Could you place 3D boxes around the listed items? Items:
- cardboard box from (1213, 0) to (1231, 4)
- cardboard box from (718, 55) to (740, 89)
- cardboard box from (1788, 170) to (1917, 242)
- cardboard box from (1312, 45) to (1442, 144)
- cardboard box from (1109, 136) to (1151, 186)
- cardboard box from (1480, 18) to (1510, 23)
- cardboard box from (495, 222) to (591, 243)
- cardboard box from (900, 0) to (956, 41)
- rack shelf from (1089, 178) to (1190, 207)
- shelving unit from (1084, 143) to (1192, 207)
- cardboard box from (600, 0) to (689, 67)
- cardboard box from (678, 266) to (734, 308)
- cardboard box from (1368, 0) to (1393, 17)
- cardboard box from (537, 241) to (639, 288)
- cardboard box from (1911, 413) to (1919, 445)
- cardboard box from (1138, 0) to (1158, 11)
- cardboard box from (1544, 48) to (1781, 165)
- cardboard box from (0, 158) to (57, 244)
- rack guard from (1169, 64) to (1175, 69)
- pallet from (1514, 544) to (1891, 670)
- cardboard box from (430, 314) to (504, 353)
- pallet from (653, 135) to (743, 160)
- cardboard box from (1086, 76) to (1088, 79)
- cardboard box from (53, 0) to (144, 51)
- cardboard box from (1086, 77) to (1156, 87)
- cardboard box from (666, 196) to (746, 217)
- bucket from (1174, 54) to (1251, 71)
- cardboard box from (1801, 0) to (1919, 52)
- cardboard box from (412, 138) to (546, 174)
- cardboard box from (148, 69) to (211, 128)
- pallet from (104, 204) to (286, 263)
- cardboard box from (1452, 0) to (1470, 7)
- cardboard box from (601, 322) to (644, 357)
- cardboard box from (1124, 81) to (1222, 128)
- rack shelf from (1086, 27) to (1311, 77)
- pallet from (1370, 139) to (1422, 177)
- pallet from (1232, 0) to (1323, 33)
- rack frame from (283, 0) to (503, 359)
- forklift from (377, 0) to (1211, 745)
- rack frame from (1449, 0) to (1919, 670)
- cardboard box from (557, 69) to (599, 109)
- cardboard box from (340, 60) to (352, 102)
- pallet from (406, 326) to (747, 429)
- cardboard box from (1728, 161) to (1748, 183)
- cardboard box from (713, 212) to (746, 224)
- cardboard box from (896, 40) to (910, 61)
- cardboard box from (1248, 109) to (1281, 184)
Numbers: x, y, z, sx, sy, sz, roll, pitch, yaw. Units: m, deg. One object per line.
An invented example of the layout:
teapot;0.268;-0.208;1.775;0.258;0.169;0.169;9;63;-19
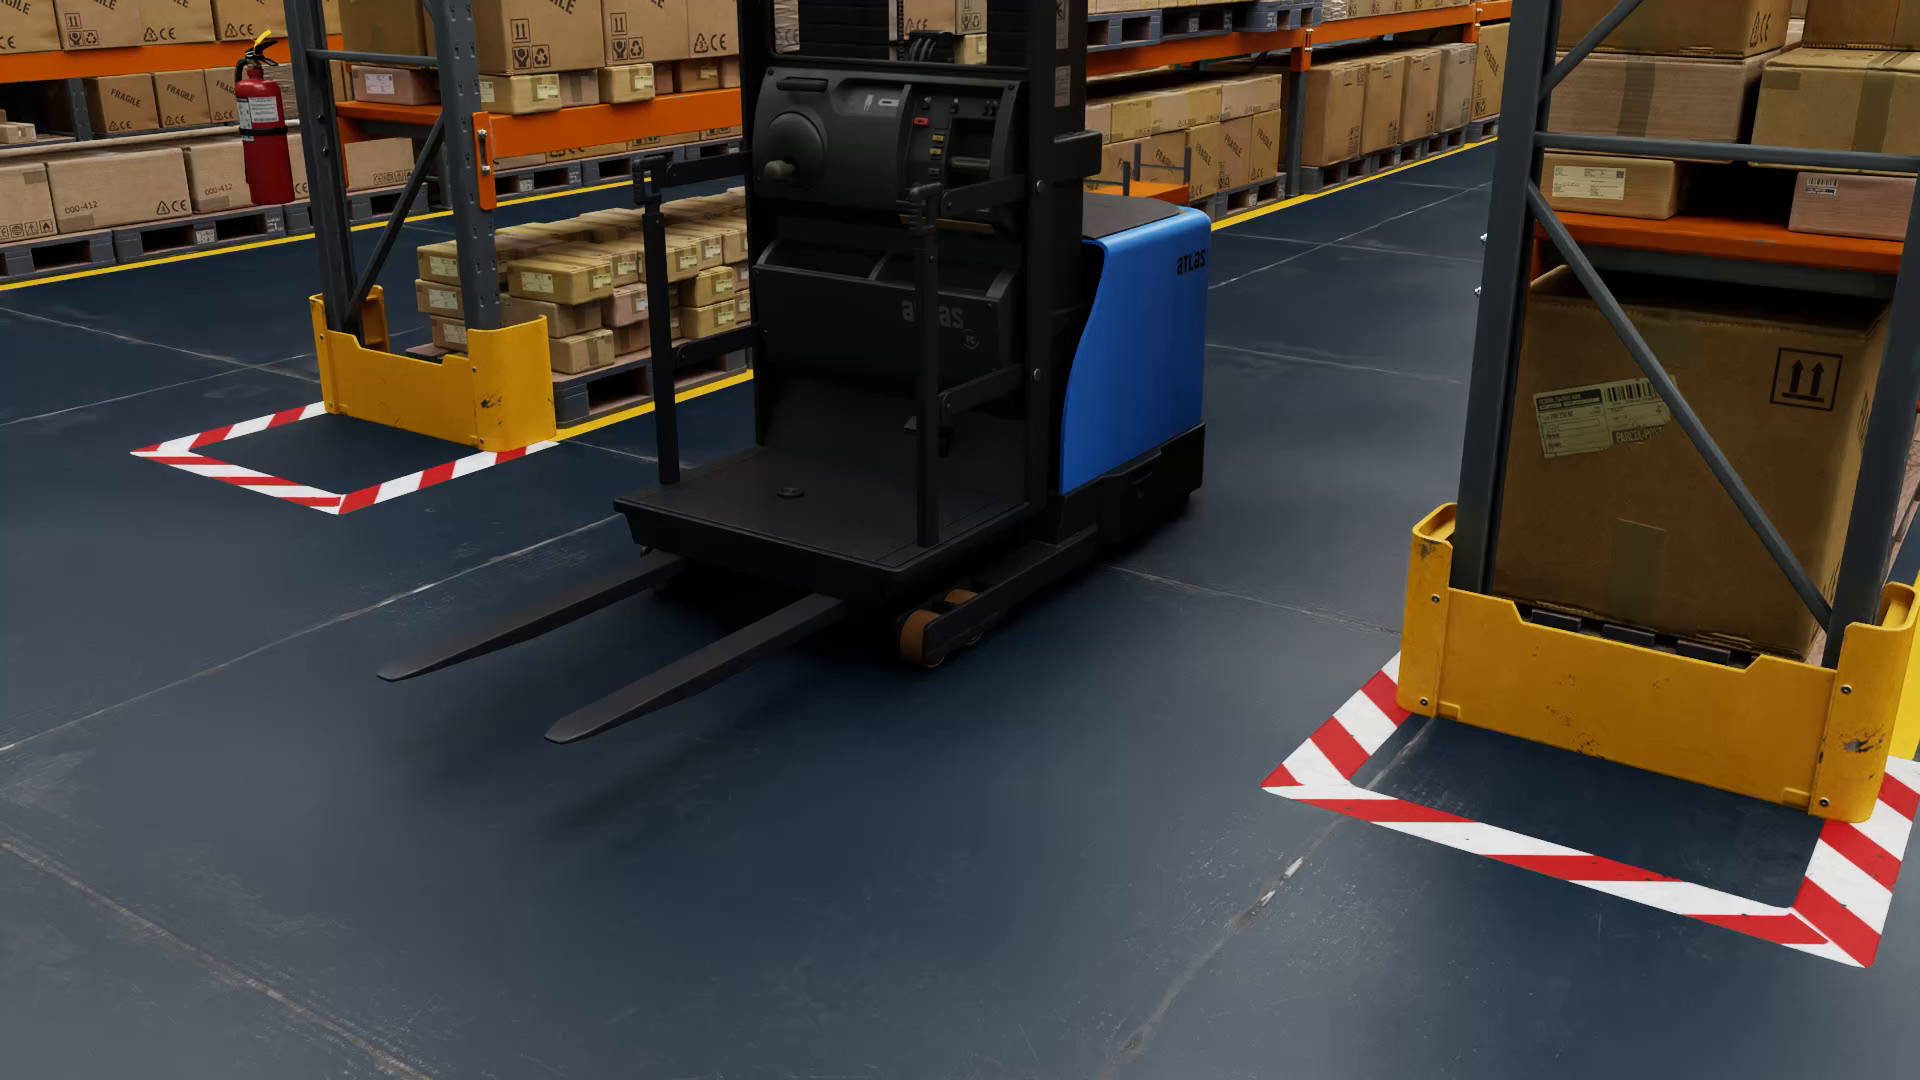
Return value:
cardboard box;1.592;-3.668;11.114;0.380;0.149;0.250;14;25;33
cardboard box;-1.158;-2.190;7.724;0.380;0.149;0.250;13;24;31
cardboard box;2.235;-0.815;4.006;0.380;0.149;0.250;14;24;32
cardboard box;3.643;-4.005;14.905;1.050;0.750;0.750;13;24;32
cardboard box;0.897;-2.376;10.863;0.500;0.500;0.500;15;25;34
cardboard box;5.378;-4.961;17.311;0.875;0.875;0.875;13;24;32
cardboard box;-1.965;-1.392;7.850;0.380;0.149;0.250;13;24;31
cardboard box;-0.365;-2.883;8.662;0.500;0.500;0.500;13;24;30
rack shelf;0.649;-1.264;6.319;0.258;0.148;0.480;13;24;32
shelving unit;0.649;-0.895;6.455;0.258;1.200;0.503;13;24;32
cardboard box;-1.522;-2.311;7.117;0.500;0.500;0.500;13;24;32
cardboard box;-1.277;-1.199;7.757;0.380;0.149;0.250;14;25;33
cardboard box;3.258;-4.601;13.736;0.500;0.500;0.500;13;24;32
cardboard box;-1.651;-1.217;7.378;0.380;0.149;0.250;14;24;33
cardboard box;3.068;-0.811;6.092;0.875;0.875;0.875;13;24;32
cardboard box;1.005;-3.365;10.295;0.380;0.149;0.250;14;24;32
cardboard box;1.816;-1.155;4.352;0.500;0.250;0.500;13;24;31
cardboard box;-6.145;-2.032;10.022;0.875;0.438;0.875;12;24;30
rack guard;2.518;-6.224;21.872;1.175;0.500;0.348;13;24;32
pallet;2.148;0.168;5.007;1.003;0.211;1.213;13;24;32
cardboard box;-2.159;-0.943;7.495;0.380;0.149;0.250;14;24;33
pallet;-2.442;-3.604;15.204;1.003;0.211;1.213;13;24;32
cardboard box;1.158;-5.450;19.534;0.500;0.250;0.500;15;25;35
cardboard box;-5.364;-3.249;10.082;0.500;0.500;0.500;13;24;32
cardboard box;1.053;-3.128;11.813;0.500;0.250;0.500;13;24;32
cardboard box;-1.299;-1.676;8.619;0.380;0.149;0.250;13;24;32
bucket;2.633;-5.001;17.488;0.620;0.611;0.726;-24;30;-29
cardboard box;2.537;-1.545;4.323;0.500;0.500;0.500;13;24;31
cardboard box;-3.902;-3.369;13.008;0.875;0.875;0.875;14;25;33
cardboard box;-7.543;-4.217;15.839;0.500;0.500;0.500;13;24;31
pallet;-5.362;-2.113;11.174;1.003;0.211;1.213;13;24;32
cardboard box;4.391;-5.180;15.300;0.500;0.500;0.500;13;24;32
cardboard box;-1.644;-0.930;7.460;0.380;0.149;0.250;13;24;32
cardboard box;1.473;-3.026;11.539;0.500;0.250;0.500;14;24;33
rack shelf;1.090;-3.276;11.334;1.077;0.370;4.000;13;24;32
pallet;3.407;-3.439;14.758;1.003;0.211;1.213;13;24;32
pallet;1.902;-3.872;12.184;1.213;0.211;1.003;13;24;32
rack frame;-2.282;-1.891;6.555;1.000;3.000;0.127;13;24;32
forklift;-0.352;-1.195;4.770;1.130;2.935;3.031;13;24;32
rack frame;1.763;-0.895;3.861;1.000;3.000;0.127;13;24;32
cardboard box;-1.720;-1.884;6.896;0.380;0.149;0.250;14;25;34
cardboard box;-6.393;-4.810;17.442;0.500;0.500;0.500;13;24;31
pallet;-1.754;-0.832;7.709;1.003;0.211;1.213;13;24;32
cardboard box;2.119;-1.162;4.945;0.380;0.149;0.250;14;24;33
cardboard box;-0.984;-1.496;8.132;0.380;0.149;0.250;14;24;33
cardboard box;-0.457;-2.573;8.759;0.380;0.149;0.250;13;24;30
cardboard box;2.061;-2.972;12.473;0.500;0.500;0.500;13;24;32
